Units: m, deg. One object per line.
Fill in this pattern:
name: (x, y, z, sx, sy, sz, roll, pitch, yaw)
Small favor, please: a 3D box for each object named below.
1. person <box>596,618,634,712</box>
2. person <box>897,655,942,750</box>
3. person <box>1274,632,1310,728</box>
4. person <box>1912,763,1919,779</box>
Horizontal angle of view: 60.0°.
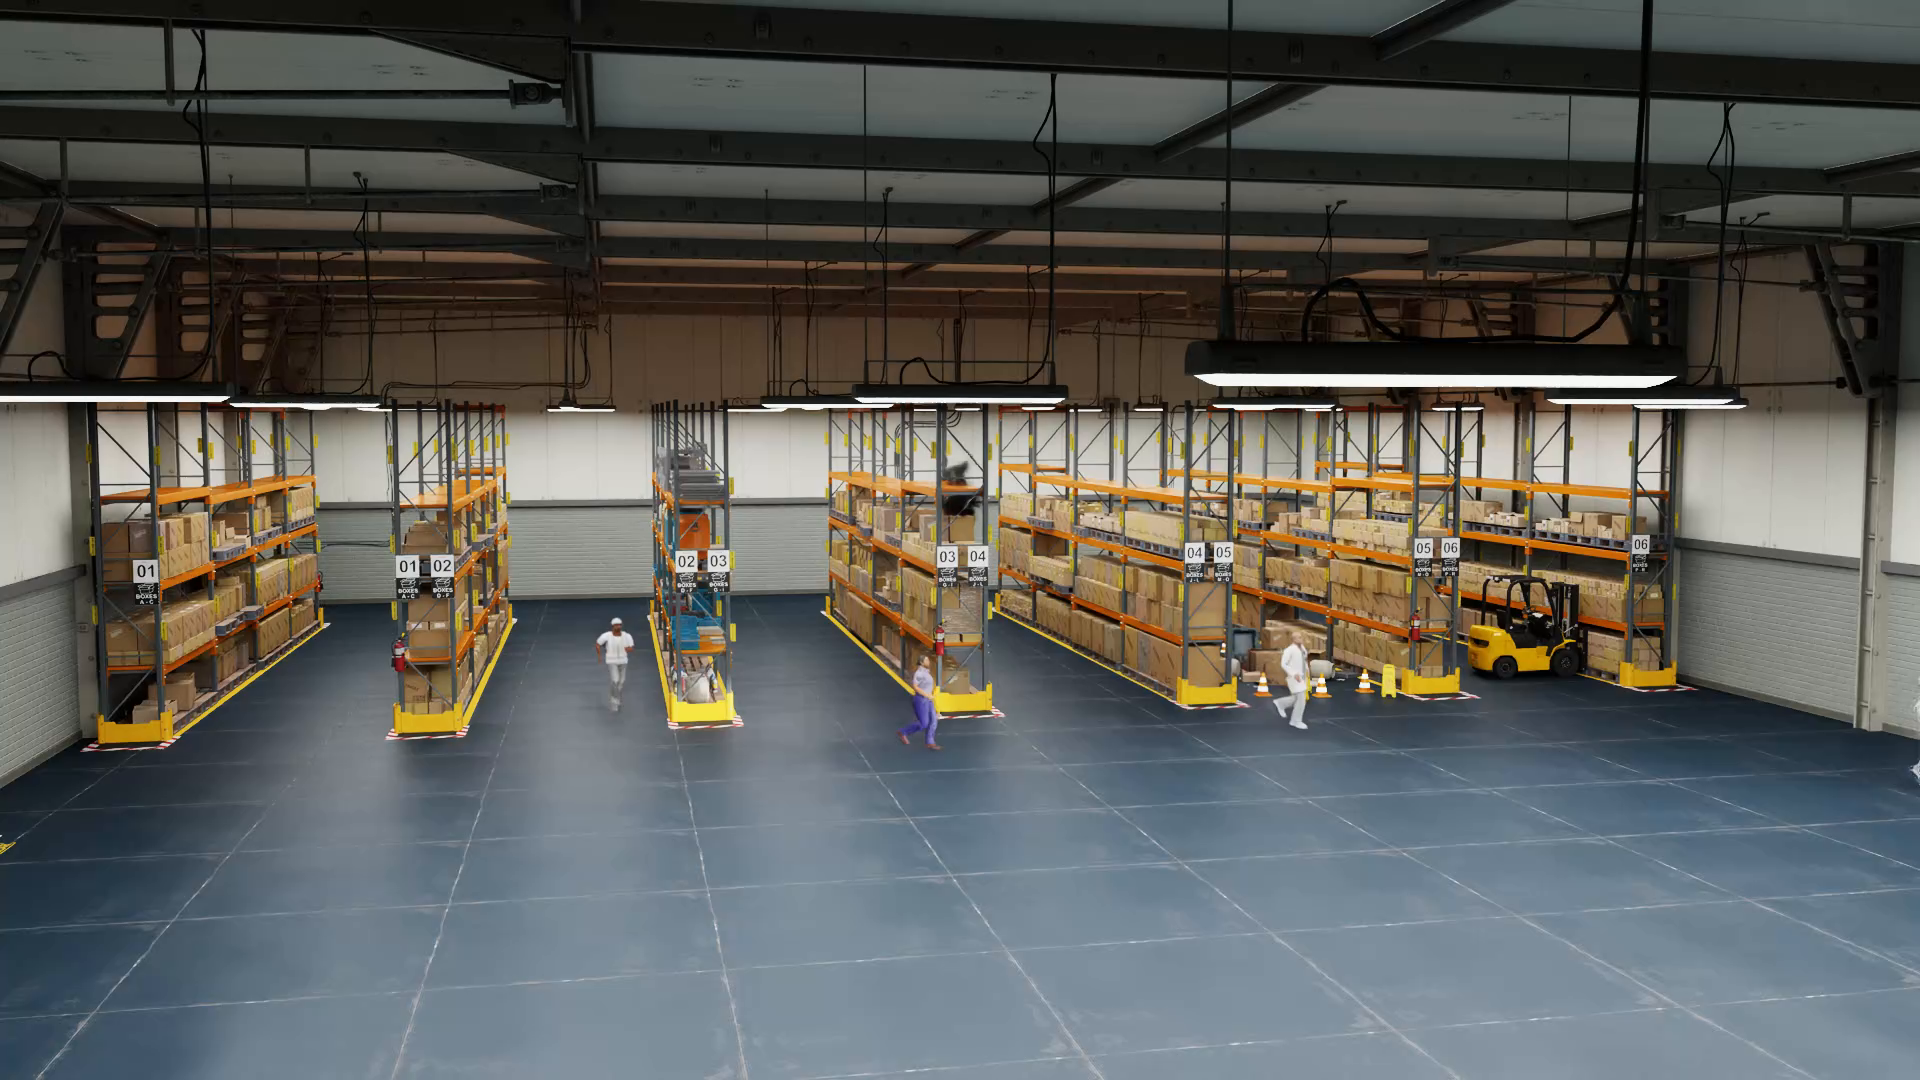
person: (-6.651, 2.417, 32.236, 0.669, 1.823, 0.751, -2, 5, -30)
person: (-0.683, 2.779, 28.506, 0.773, 1.616, 0.622, 1, 4, 10)
person: (6.097, 2.555, 30.591, 0.738, 1.776, 0.717, 4, 6, 42)
person: (14.818, 2.959, 25.077, 0.669, 1.768, 0.833, -4, 6, -45)
